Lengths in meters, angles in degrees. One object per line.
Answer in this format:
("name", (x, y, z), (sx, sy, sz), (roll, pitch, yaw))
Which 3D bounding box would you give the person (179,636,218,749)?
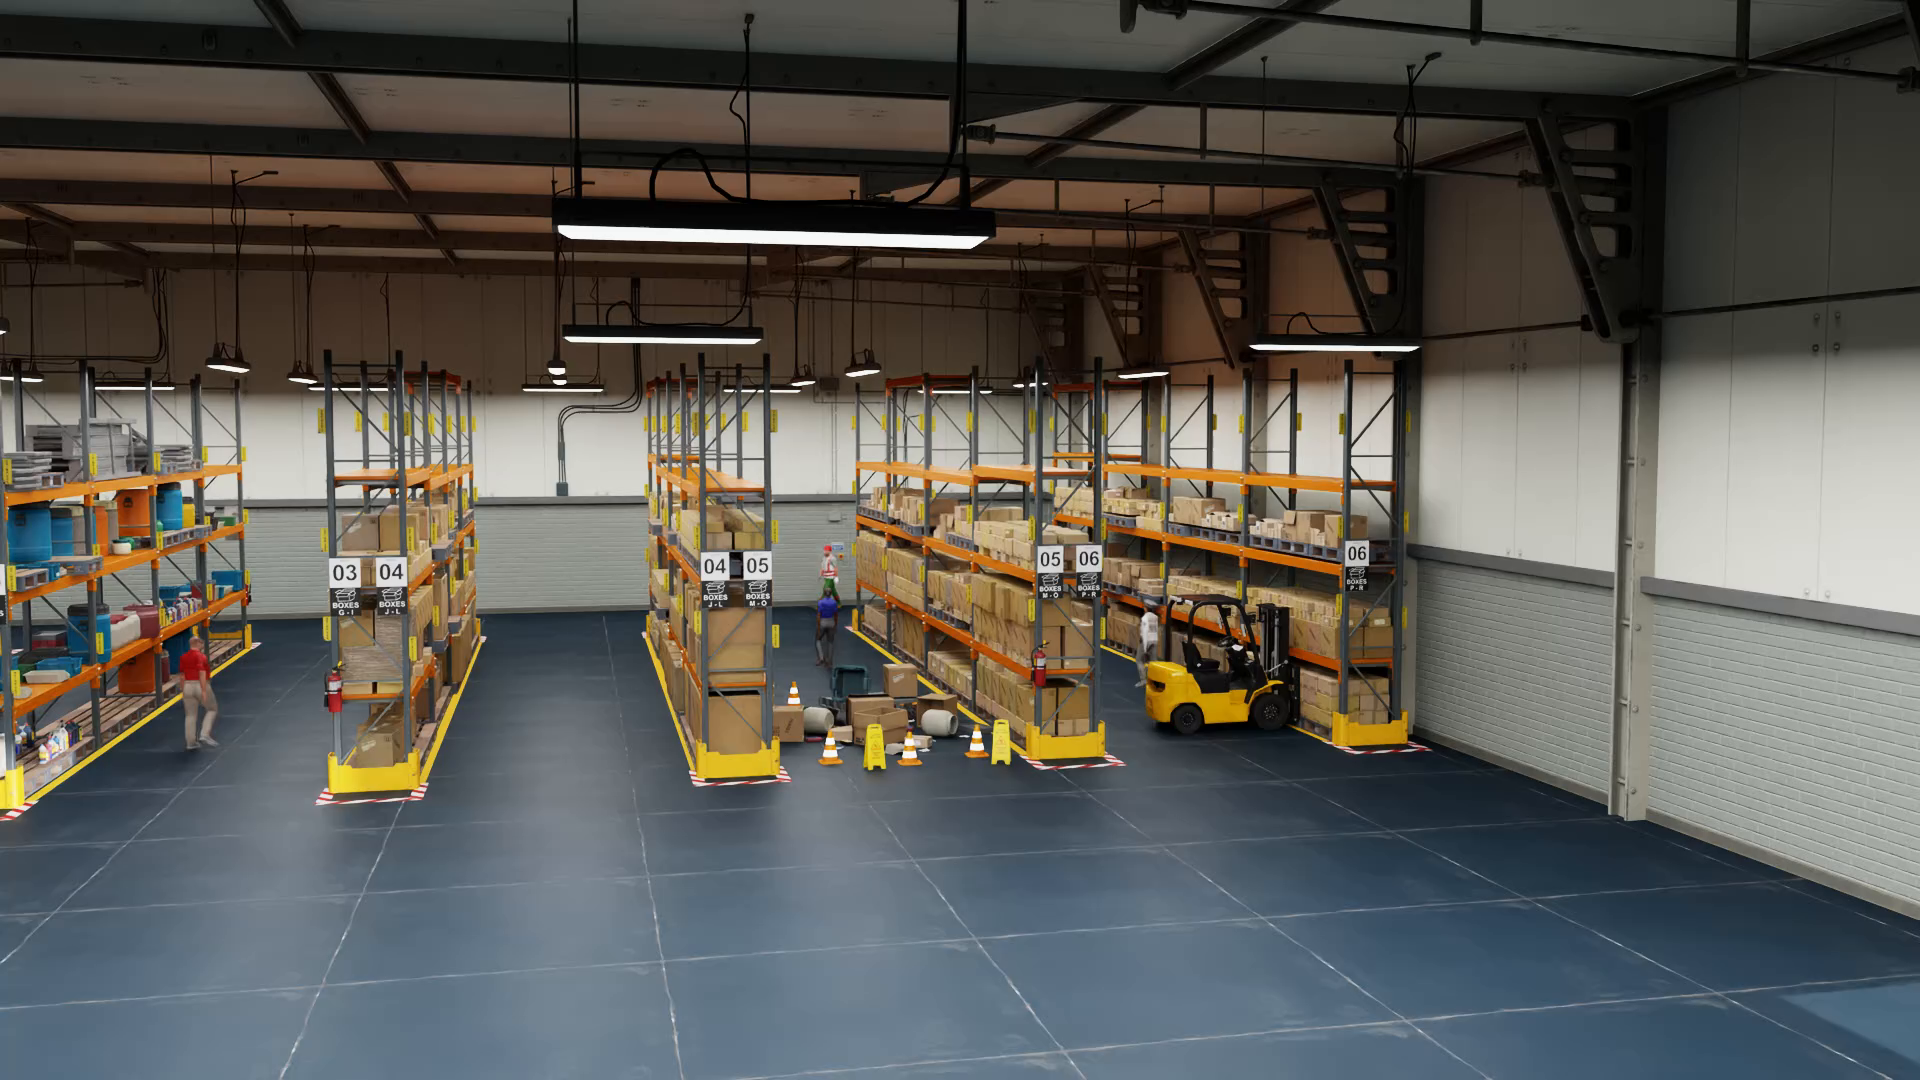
("person", (-11.798, 2.356, 25.671), (0.563, 1.727, 0.525), (0, 4, -1))

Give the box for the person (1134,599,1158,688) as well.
("person", (3.619, 1.984, 31.519), (0.481, 1.717, 0.525), (-2, 5, -29))

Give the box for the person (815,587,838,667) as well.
("person", (-2.752, 1.784, 34.272), (0.495, 1.657, 0.439), (-1, 4, -18))

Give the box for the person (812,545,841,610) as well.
("person", (-3.588, 1.017, 44.609), (0.927, 1.754, 0.584), (-3, 5, -33))
